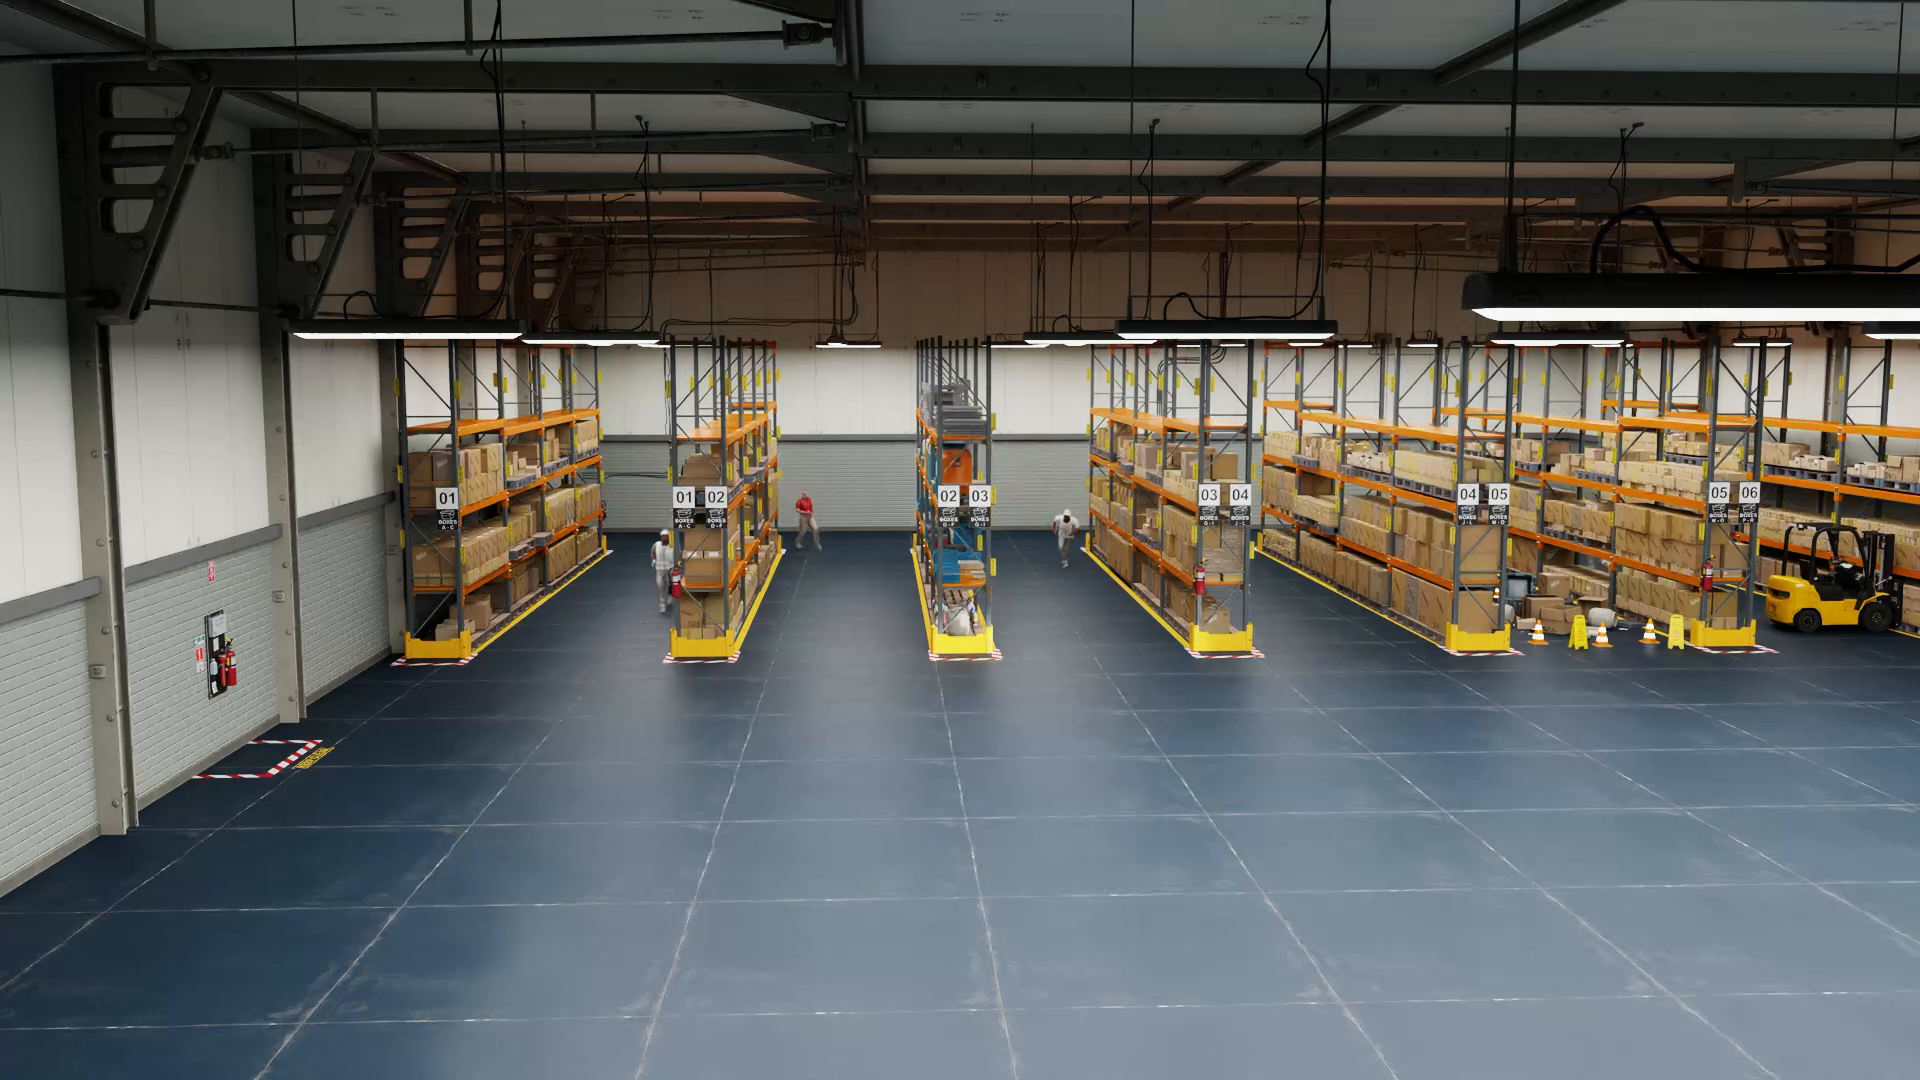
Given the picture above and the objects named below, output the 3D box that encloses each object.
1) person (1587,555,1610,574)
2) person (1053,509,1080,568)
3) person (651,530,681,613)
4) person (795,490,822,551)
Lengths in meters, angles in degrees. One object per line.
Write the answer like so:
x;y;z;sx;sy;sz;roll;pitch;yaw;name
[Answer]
15.883;0.167;41.359;0.658;1.772;1.085;-1;7;-9;person
2.841;-0.071;44.277;0.710;1.587;1.133;1;7;5;person
-6.499;0.664;36.718;0.683;1.790;0.985;0;7;-4;person
-4.442;-0.562;47.916;0.665;1.767;0.897;-6;9;-40;person
